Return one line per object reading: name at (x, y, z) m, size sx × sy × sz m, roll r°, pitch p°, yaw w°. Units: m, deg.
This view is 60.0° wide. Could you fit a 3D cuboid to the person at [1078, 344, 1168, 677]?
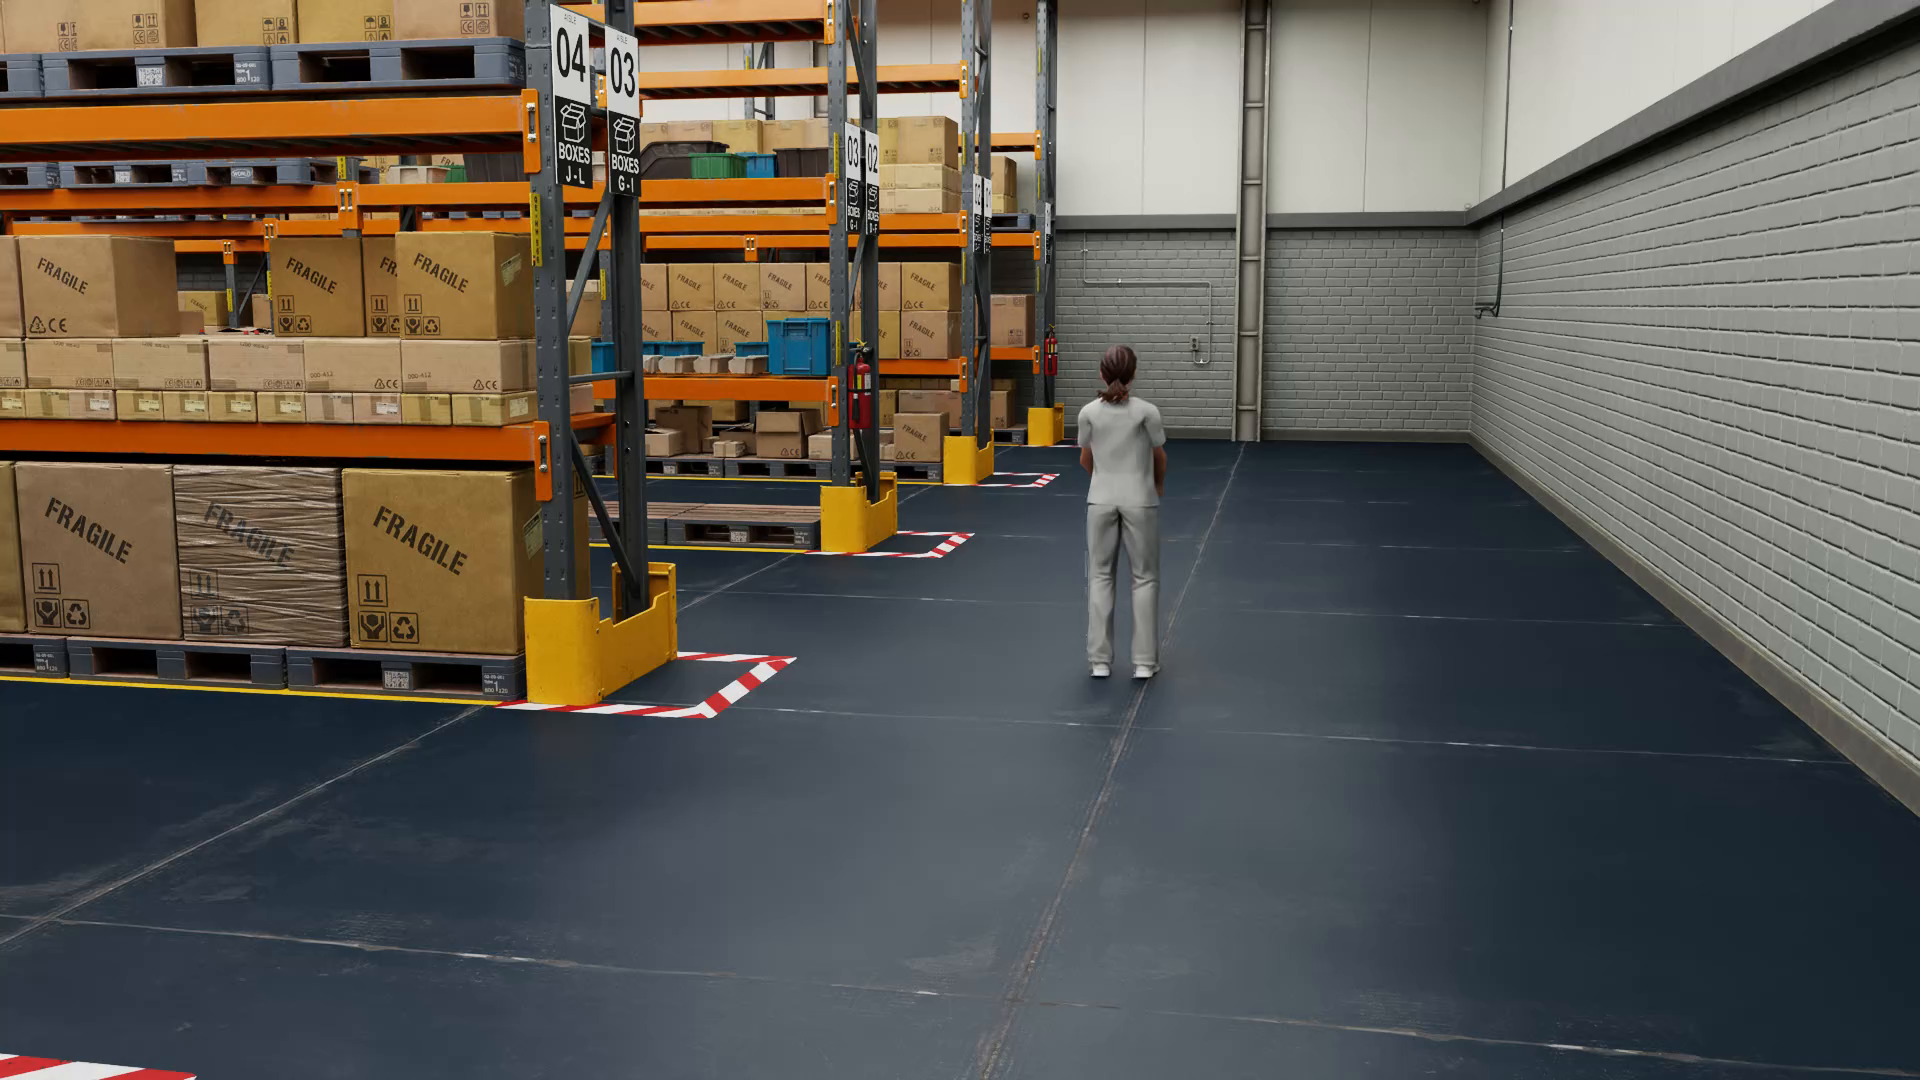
person at (0.826, -0.153, 8.408) m, size 0.445 × 1.673 × 0.544 m, roll 2°, pitch 8°, yaw 17°
